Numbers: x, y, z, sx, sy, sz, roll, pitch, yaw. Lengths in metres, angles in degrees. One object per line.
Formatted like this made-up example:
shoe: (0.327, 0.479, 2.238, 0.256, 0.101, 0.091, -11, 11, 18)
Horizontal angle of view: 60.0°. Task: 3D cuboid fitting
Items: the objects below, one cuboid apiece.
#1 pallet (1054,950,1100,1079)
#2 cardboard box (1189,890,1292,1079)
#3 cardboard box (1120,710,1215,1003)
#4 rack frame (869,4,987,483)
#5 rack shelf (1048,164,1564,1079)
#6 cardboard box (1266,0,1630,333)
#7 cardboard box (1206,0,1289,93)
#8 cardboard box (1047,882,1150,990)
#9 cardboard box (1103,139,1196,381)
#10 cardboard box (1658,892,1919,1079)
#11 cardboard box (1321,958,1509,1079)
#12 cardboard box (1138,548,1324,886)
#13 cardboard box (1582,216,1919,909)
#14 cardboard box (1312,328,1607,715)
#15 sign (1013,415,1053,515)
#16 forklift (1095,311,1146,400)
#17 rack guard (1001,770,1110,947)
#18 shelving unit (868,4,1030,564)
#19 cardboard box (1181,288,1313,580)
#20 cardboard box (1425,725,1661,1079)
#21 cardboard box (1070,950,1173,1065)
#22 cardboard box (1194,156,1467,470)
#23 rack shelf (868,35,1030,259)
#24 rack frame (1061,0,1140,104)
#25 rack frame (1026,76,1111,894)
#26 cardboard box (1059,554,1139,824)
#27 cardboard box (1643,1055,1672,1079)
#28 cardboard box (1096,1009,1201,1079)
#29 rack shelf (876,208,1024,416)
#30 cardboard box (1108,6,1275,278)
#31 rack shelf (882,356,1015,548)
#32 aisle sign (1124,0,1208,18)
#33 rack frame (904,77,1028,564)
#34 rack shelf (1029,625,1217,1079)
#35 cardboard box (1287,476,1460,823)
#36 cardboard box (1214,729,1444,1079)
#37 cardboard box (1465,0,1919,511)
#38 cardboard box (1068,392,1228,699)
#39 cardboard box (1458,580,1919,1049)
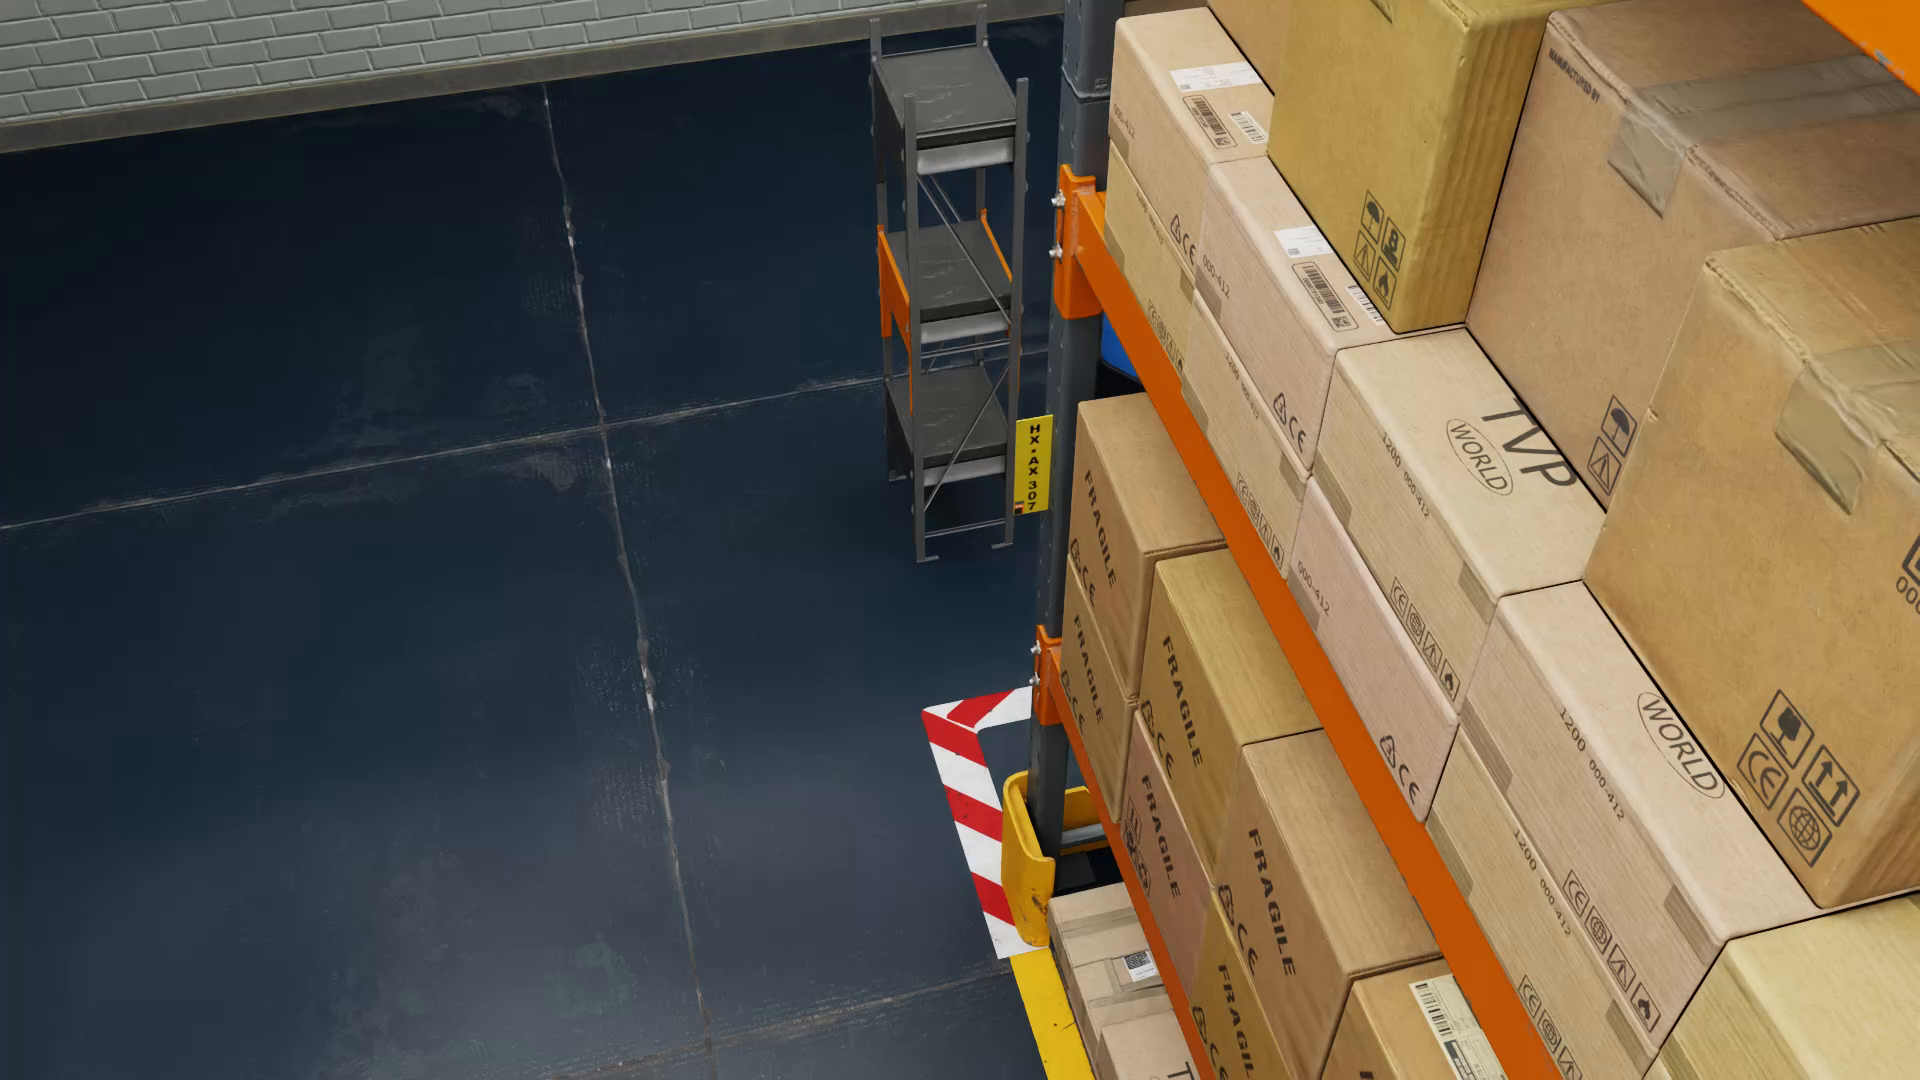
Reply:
pallet: (0.937, 1.595, 5.040, 1.003, 0.211, 1.213, -11, 47, -10)
cardboard box: (0.834, 1.038, 3.563, 0.500, 0.500, 0.500, -11, 47, -10)
cardboard box: (0.709, 0.691, 3.903, 0.500, 0.500, 0.500, -11, 47, -11)
rack frame: (-0.105, -1.018, 6.277, 0.400, 2.100, 0.015, -11, 47, -10)
rack shelf: (1.225, 0.599, 2.467, 1.077, 0.370, 4.000, -11, 47, -10)
cardboard box: (0.906, -0.707, 2.472, 0.700, 0.500, 0.500, -11, 47, -10)
cardboard box: (0.860, -1.067, 2.825, 0.700, 0.500, 0.500, -11, 47, -10)
cardboard box: (0.488, 1.212, 5.150, 0.380, 0.149, 0.250, -11, 47, -10)
cardboard box: (0.598, -0.580, 3.223, 0.500, 0.250, 0.500, -11, 47, -10)
cardboard box: (1.099, 0.628, 1.690, 0.500, 0.250, 0.500, -11, 47, -10)
cardboard box: (0.967, 1.042, 2.859, 0.500, 0.500, 0.500, -11, 47, -11)
cardboard box: (0.713, 0.345, 3.542, 0.500, 0.500, 0.500, -10, 46, -10)
cardboard box: (1.175, -0.019, 1.798, 0.700, 0.500, 0.500, -11, 47, -10)
cardboard box: (0.848, -0.064, 2.367, 0.500, 0.250, 0.500, -11, 47, -10)
sign: (0.188, -0.188, 4.228, 0.100, 0.325, 0.005, -11, 47, -10)
forklift: (2.021, -1.163, 5.837, 3.031, 2.935, 1.130, 32, 54, 28)
rack guard: (0.732, 0.943, 5.476, 1.175, 0.500, 0.348, -11, 47, -10)
shelving unit: (-0.042, -0.849, 6.112, 0.431, 2.100, 0.503, -11, 47, -10)
cardboard box: (0.714, -0.233, 2.883, 0.500, 0.250, 0.500, -11, 47, -10)
cardboard box: (0.978, 0.456, 2.208, 0.500, 0.250, 0.500, -11, 47, -10)
cardboard box: (0.552, 1.378, 4.975, 0.380, 0.166, 0.250, -11, 47, -10)
cardboard box: (0.714, -0.408, 2.704, 0.500, 0.250, 0.500, -11, 47, -10)
rack shelf: (-0.042, -1.330, 5.622, 0.431, 0.518, 0.480, -11, 47, -10)
rack frame: (0.713, -2.084, 2.492, 1.000, 3.000, 0.127, -11, 47, -10)
rack frame: (0.713, 0.016, 4.634, 1.000, 3.000, 0.127, -11, 47, -10)
cardboard box: (0.571, 0.335, 4.251, 0.500, 0.500, 0.500, -10, 46, -9)
cardboard box: (1.101, 0.802, 1.868, 0.500, 0.250, 0.500, -11, 47, -10)
cardboard box: (0.706, 1.597, 4.702, 0.500, 0.250, 0.500, -11, 47, -10)
rack shelf: (-0.042, -0.840, 6.122, 0.431, 0.518, 0.480, -11, 47, -10)
cardboard box: (0.593, -0.754, 3.044, 0.500, 0.250, 0.500, -11, 47, -10)
rack shelf: (-0.042, -0.350, 6.622, 0.431, 0.518, 0.480, -11, 47, -10)
aisle sign: (0.411, -0.888, 3.699, 0.394, 0.787, 0.004, -11, 47, -10)
rack frame: (0.020, -0.681, 5.947, 0.400, 2.100, 0.015, -11, 47, -10)
rack shelf: (1.225, 1.648, 3.538, 1.077, 0.370, 4.000, -11, 47, -10)
cardboard box: (0.844, 0.112, 2.545, 0.500, 0.250, 0.500, -11, 47, -10)
cardboard box: (0.836, 0.691, 3.202, 0.500, 0.500, 0.500, -10, 46, -10)
cardboard box: (1.138, -0.381, 2.153, 0.700, 0.500, 0.500, -11, 47, -10)
cardboard box: (0.571, -0.015, 3.894, 0.500, 0.500, 0.500, -9, 46, -9)
cardboard box: (0.972, 0.282, 2.028, 0.500, 0.250, 0.500, -11, 47, -10)
